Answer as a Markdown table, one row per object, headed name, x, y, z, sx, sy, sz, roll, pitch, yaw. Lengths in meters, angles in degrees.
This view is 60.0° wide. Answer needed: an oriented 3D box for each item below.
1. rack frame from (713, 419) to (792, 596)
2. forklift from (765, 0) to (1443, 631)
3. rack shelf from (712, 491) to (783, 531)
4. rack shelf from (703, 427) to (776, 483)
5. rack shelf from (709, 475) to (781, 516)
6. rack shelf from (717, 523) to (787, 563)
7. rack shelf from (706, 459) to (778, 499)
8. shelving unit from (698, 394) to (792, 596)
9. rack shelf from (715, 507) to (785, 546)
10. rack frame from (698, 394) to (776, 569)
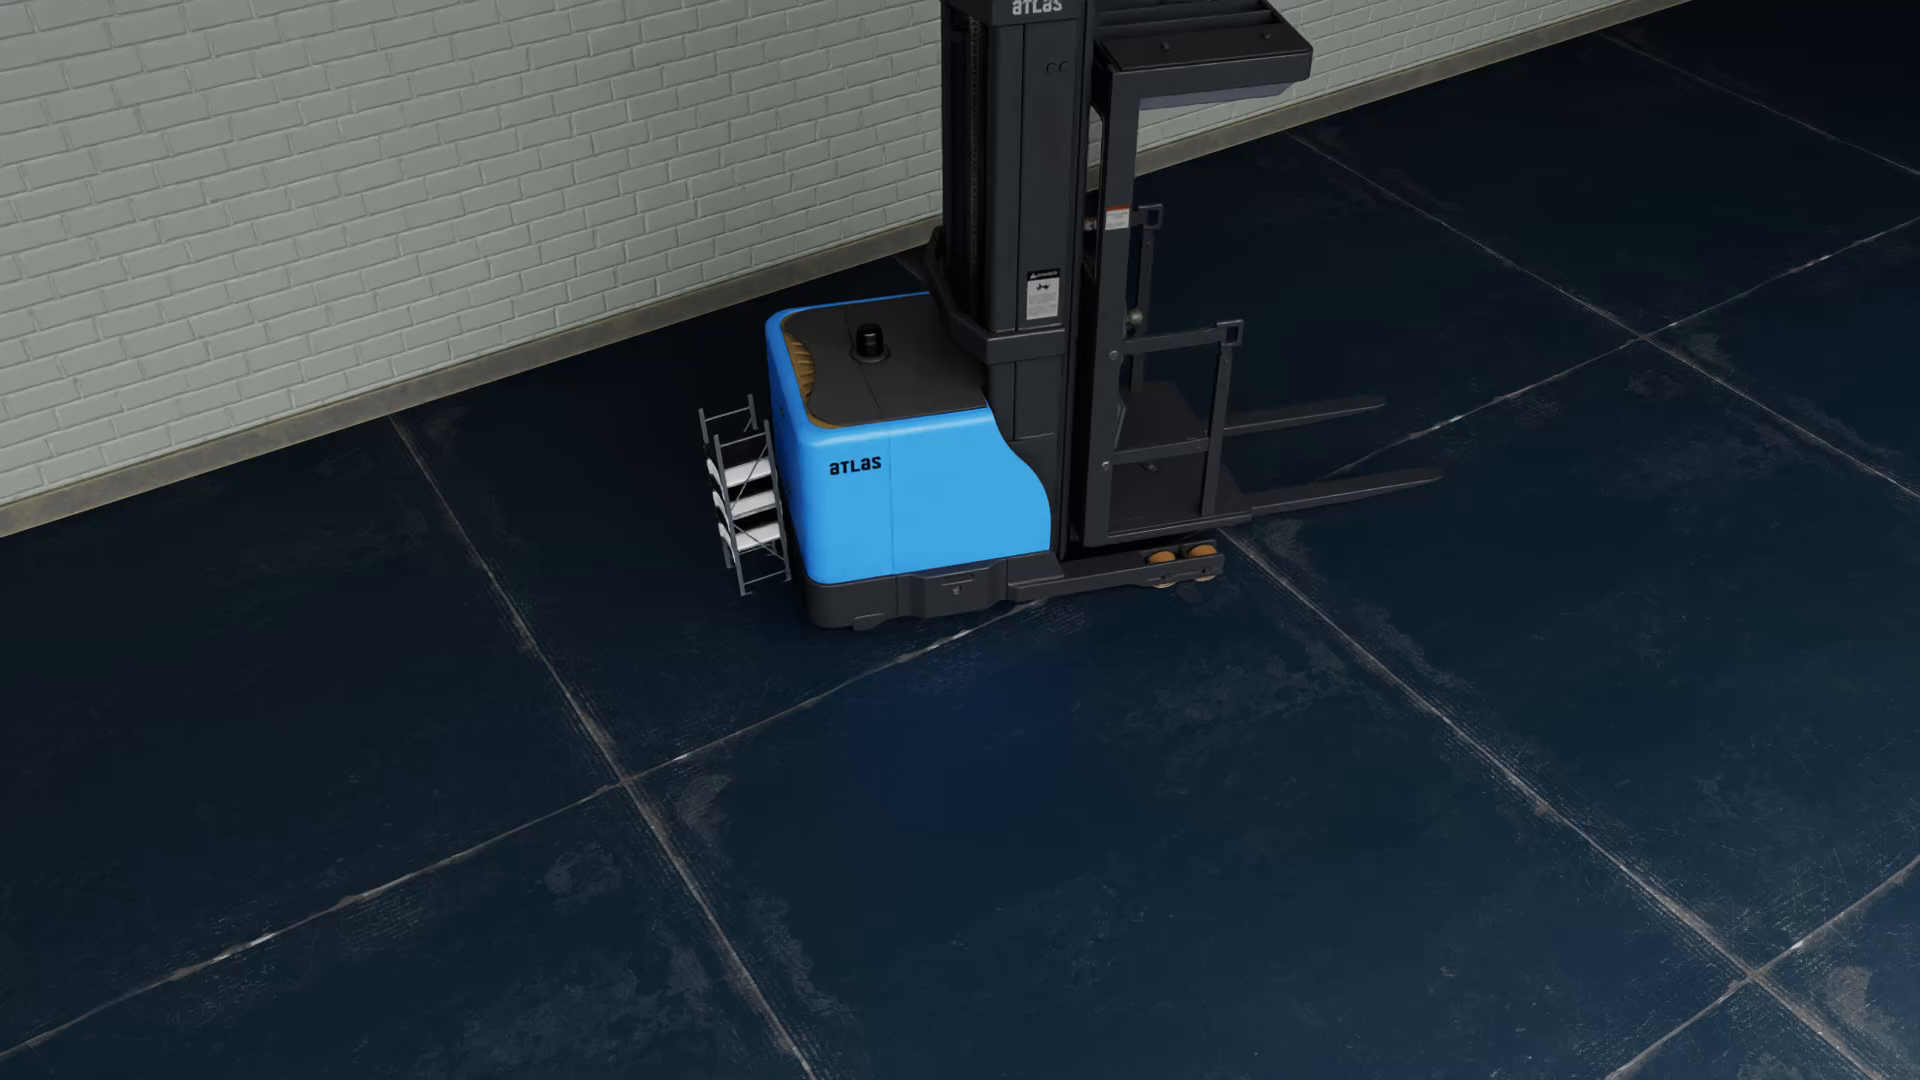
| name | x | y | z | sx | sy | sz | roll | pitch | yaw |
| --- | --- | --- | --- | --- | --- | --- | --- | --- | --- |
| rack frame | -0.890 | -0.126 | 7.189 | 0.240 | 0.900 | 0.006 | -18 | 43 | -17 |
| forklift | 0.708 | -1.231 | 6.937 | 3.031 | 2.935 | 1.130 | -9 | 41 | -10 |
| rack shelf | -0.931 | -0.160 | 7.282 | 0.258 | 0.077 | 0.200 | -18 | 43 | -17 |
| rack shelf | -0.942 | -0.364 | 7.105 | 0.258 | 0.077 | 0.200 | -18 | 43 | -17 |
| rack shelf | -0.935 | -0.228 | 7.223 | 0.258 | 0.077 | 0.200 | -18 | 43 | -17 |
| rack shelf | -0.923 | -0.025 | 7.400 | 0.258 | 0.077 | 0.200 | -18 | 43 | -17 |
| rack shelf | -0.938 | -0.296 | 7.164 | 0.258 | 0.077 | 0.200 | -18 | 43 | -17 |
| shelving unit | -0.932 | -0.186 | 7.260 | 0.258 | 0.900 | 0.210 | -18 | 43 | -17 |
| rack shelf | -0.927 | -0.093 | 7.341 | 0.258 | 0.077 | 0.200 | -18 | 43 | -17 |
| rack frame | -0.974 | -0.245 | 7.331 | 0.240 | 0.900 | 0.006 | -18 | 43 | -17 |
